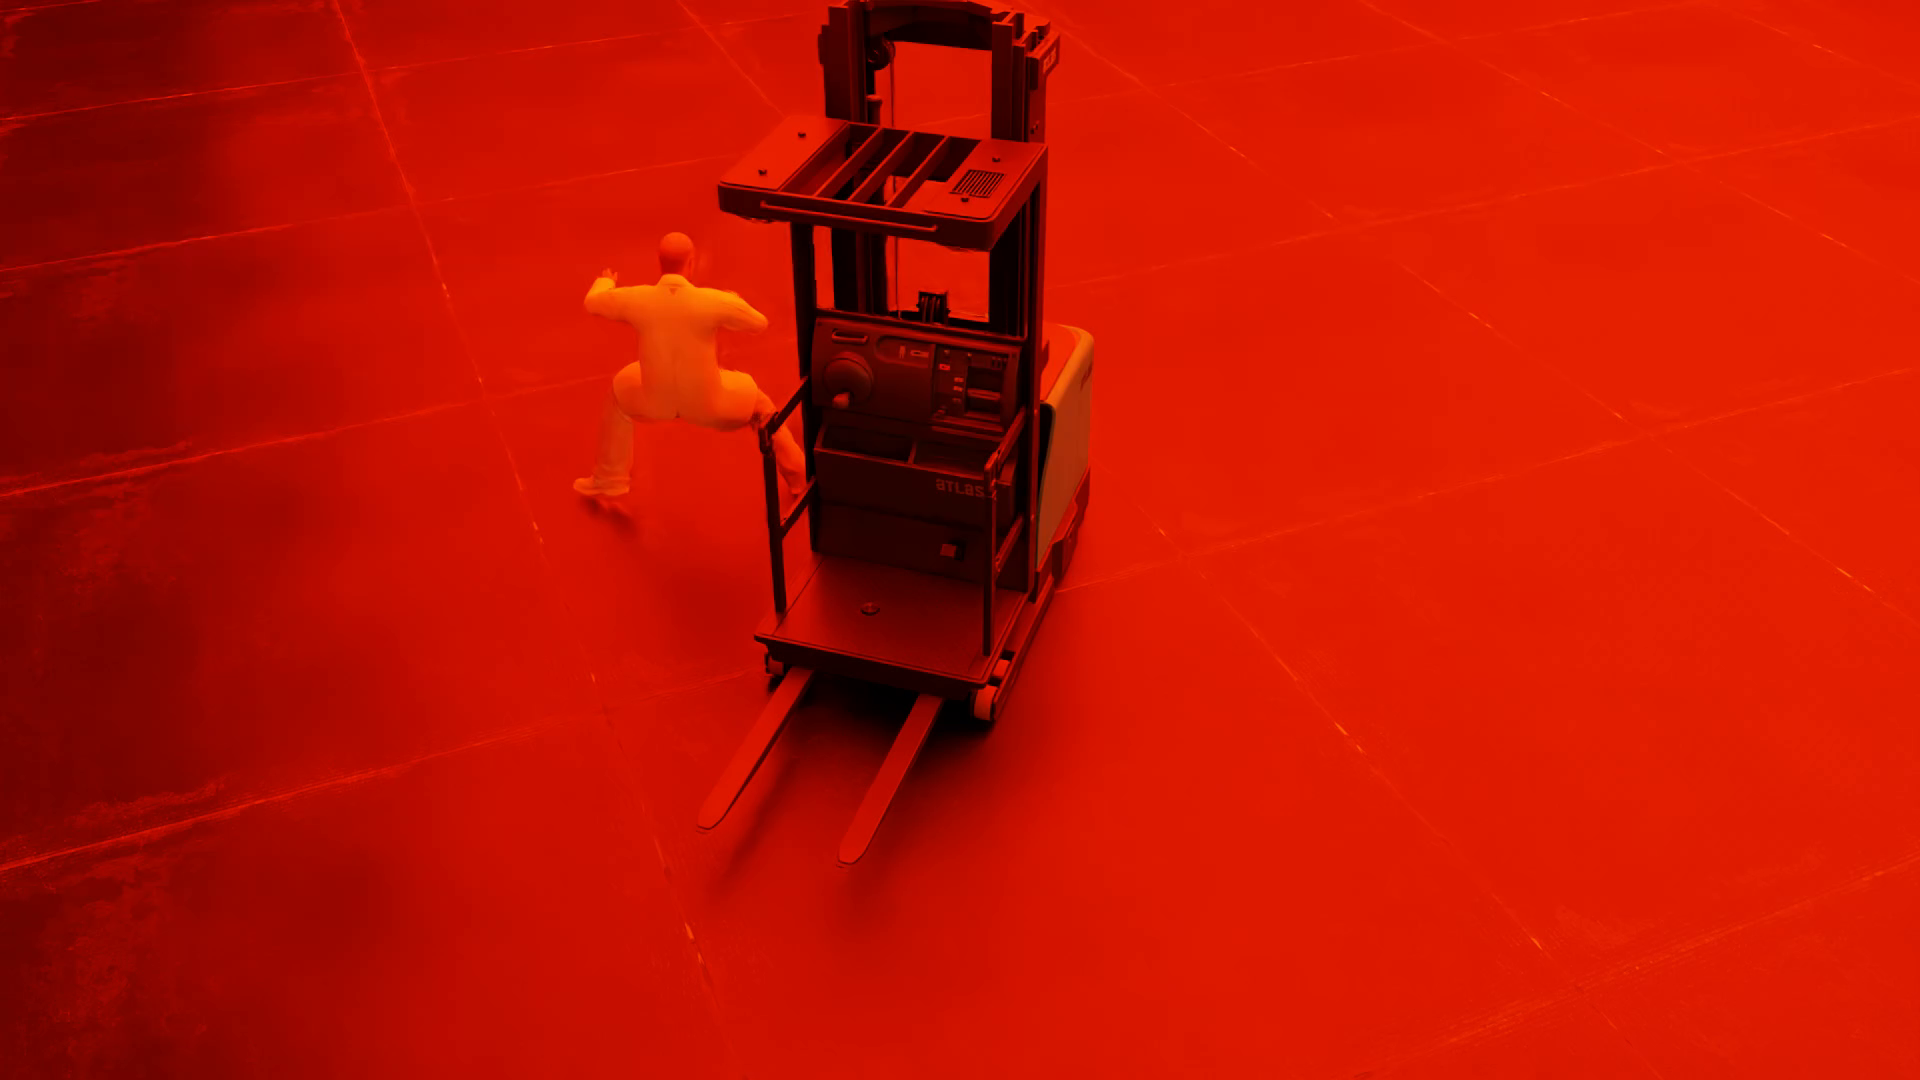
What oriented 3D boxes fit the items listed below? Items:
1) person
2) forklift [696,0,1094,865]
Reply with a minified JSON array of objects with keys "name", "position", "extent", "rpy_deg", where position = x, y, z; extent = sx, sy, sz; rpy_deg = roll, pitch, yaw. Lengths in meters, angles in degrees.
[{"name":"person","position":[-1.436,-0.894,8.563],"extent":[1.250,1.558,0.702],"rpy_deg":[4,36,5]},{"name":"forklift","position":[-0.263,-0.644,7.004],"extent":[1.130,2.935,3.031],"rpy_deg":[11,37,15]}]
